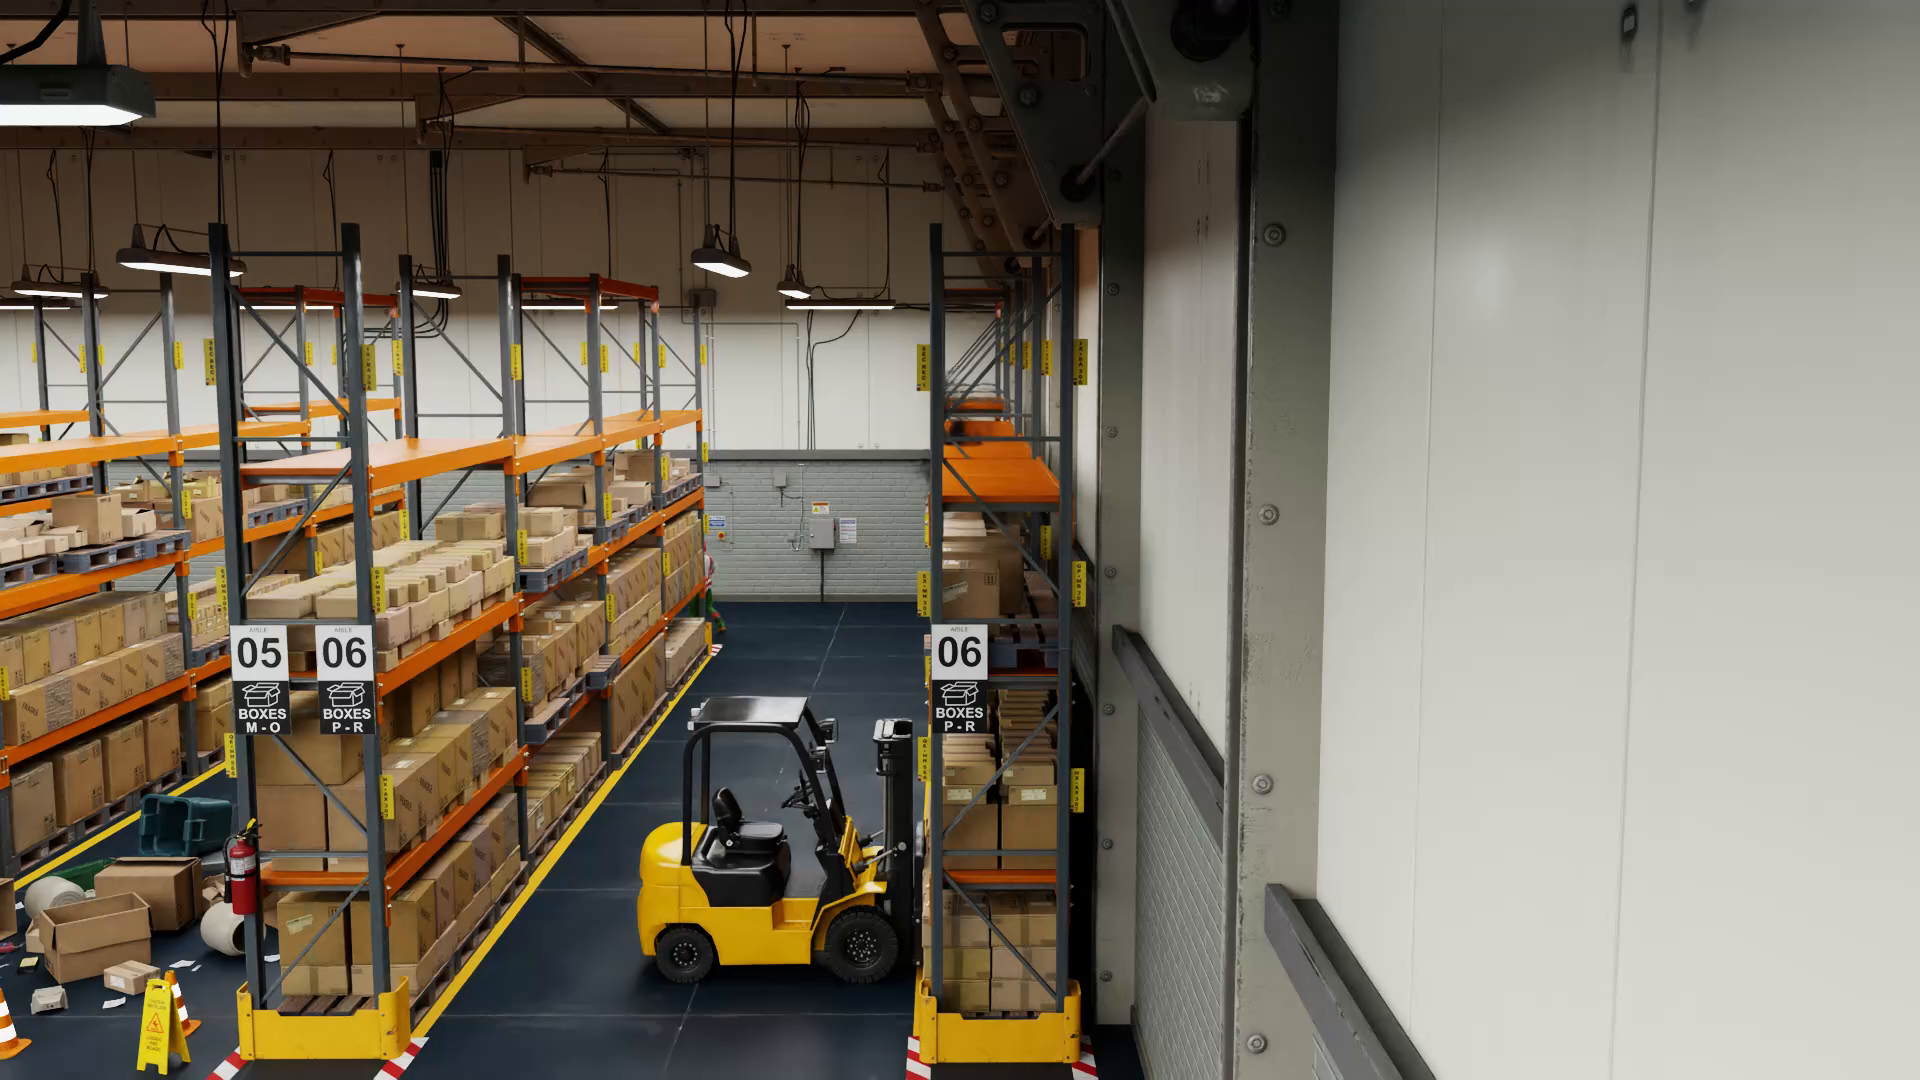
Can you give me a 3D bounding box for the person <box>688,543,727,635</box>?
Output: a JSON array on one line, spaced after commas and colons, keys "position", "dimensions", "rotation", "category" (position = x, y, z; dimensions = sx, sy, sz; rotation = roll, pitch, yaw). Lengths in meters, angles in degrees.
[{"position": [-4.638, 0.852, 29.292], "dimensions": [0.977, 1.732, 0.717], "rotation": [5, 8, 38], "category": "person"}]
